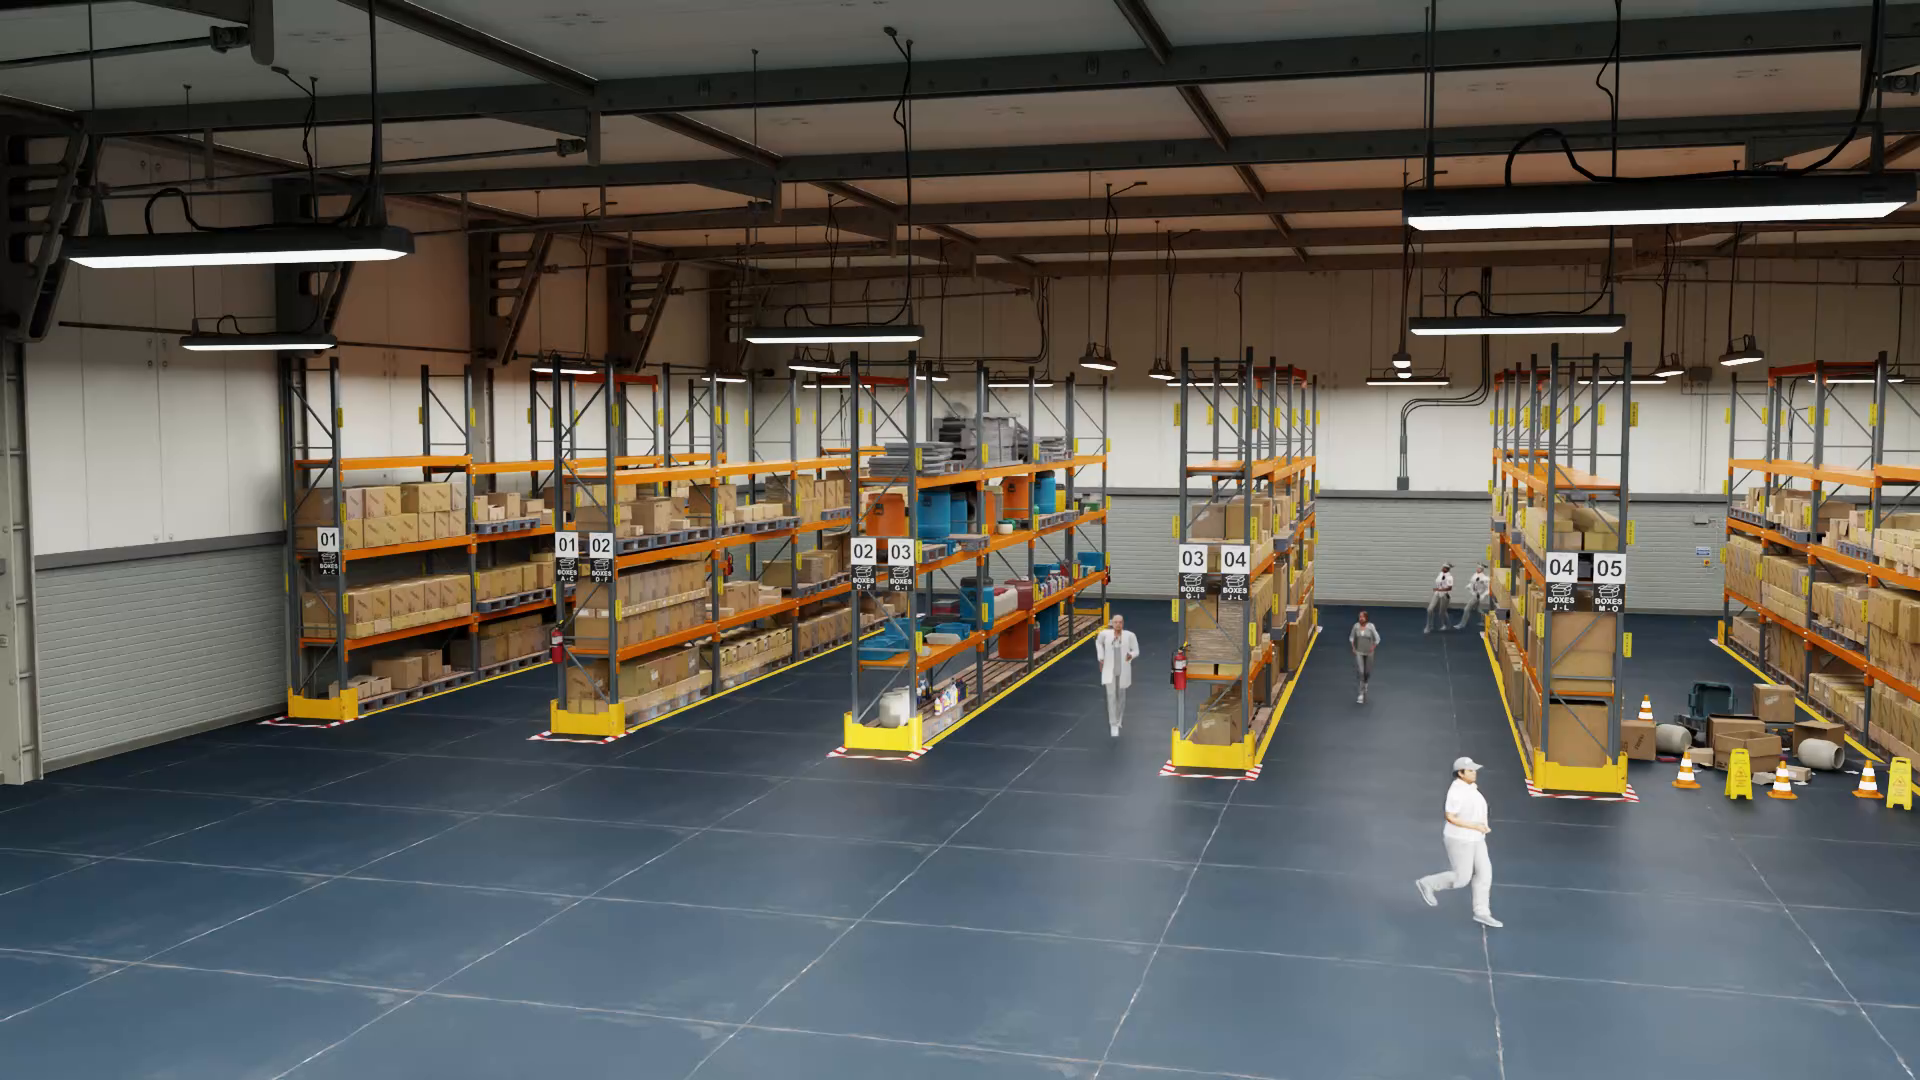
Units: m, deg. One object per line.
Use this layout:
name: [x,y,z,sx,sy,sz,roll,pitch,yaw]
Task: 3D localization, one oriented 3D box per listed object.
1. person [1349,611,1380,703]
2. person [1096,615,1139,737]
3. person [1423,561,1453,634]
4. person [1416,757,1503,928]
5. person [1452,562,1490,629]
person: [7.181,2.044,29.537,0.538,1.603,0.752,1,4,16]
person: [2.406,2.036,25.417,0.649,1.788,1.001,0,4,0]
person: [11.171,1.328,38.540,0.818,1.694,0.583,-2,5,-29]
person: [4.983,2.973,16.508,0.849,1.657,0.607,3,5,38]
person: [12.118,1.300,39.323,0.873,1.608,0.773,1,4,16]
